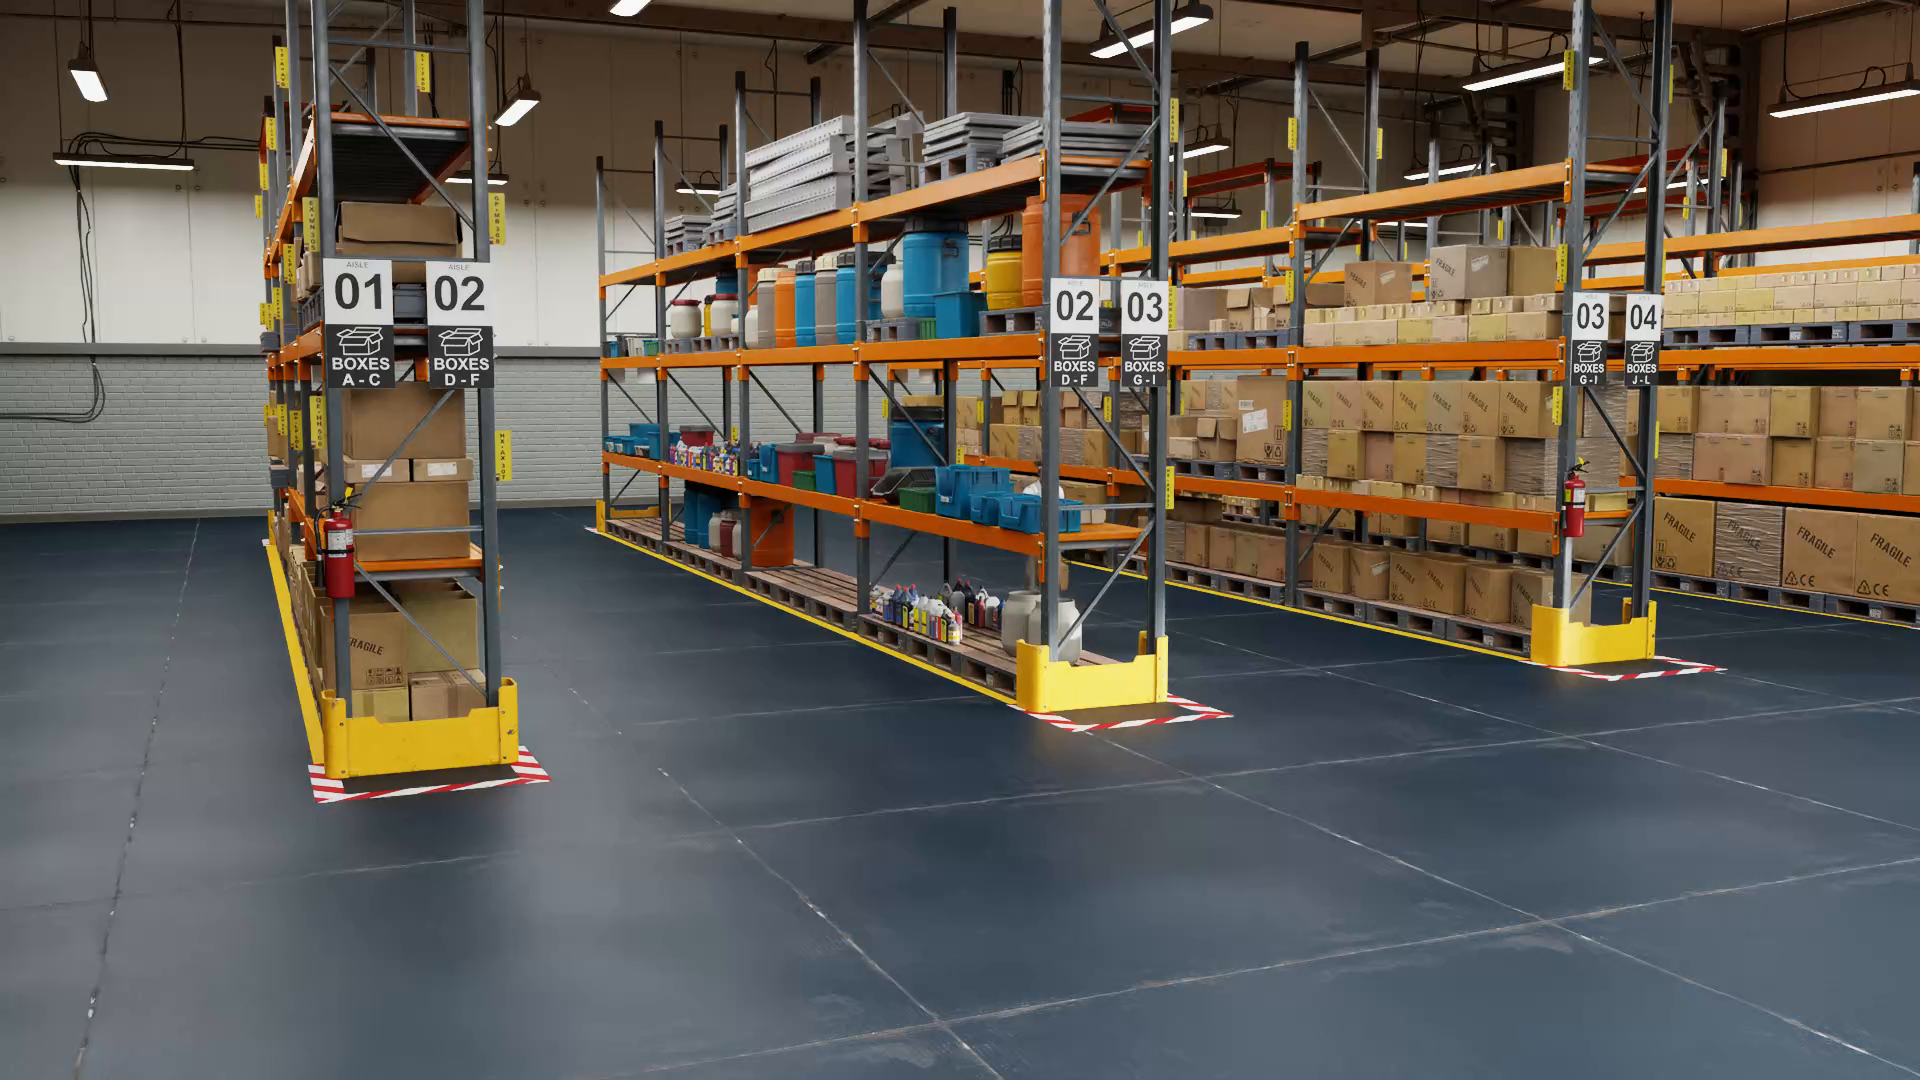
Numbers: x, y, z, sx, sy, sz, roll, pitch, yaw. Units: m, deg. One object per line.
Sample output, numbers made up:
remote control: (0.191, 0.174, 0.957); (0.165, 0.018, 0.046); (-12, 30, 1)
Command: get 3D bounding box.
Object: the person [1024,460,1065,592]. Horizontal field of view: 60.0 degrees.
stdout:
person: (0.851, 0.006, 16.877); (0.508, 1.673, 0.360); (-2, 6, -17)
